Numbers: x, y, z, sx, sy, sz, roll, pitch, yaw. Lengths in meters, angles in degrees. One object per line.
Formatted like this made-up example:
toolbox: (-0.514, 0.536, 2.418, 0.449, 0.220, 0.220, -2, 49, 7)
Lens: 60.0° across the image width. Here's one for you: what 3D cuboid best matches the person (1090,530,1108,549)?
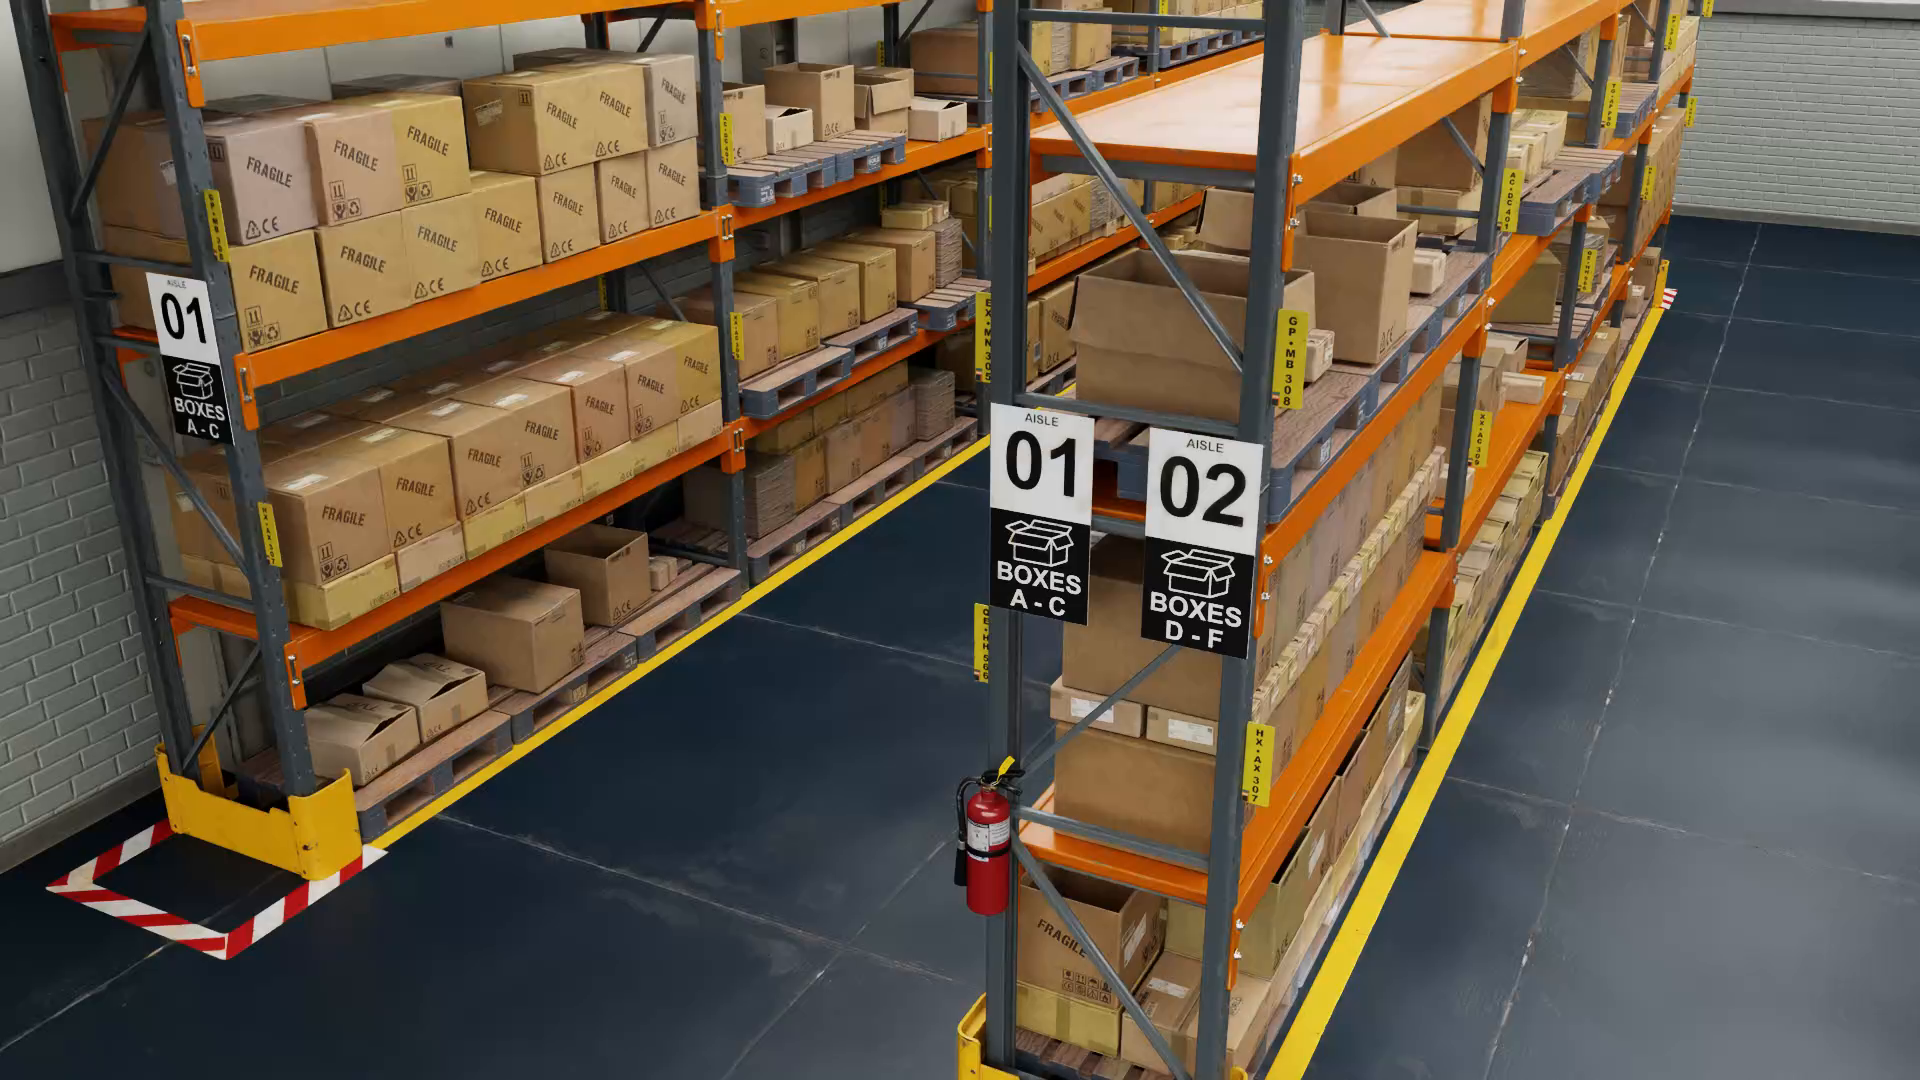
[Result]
person: (0.979, -0.125, 11.045, 0.604, 1.773, 0.446, 10, 25, 23)
